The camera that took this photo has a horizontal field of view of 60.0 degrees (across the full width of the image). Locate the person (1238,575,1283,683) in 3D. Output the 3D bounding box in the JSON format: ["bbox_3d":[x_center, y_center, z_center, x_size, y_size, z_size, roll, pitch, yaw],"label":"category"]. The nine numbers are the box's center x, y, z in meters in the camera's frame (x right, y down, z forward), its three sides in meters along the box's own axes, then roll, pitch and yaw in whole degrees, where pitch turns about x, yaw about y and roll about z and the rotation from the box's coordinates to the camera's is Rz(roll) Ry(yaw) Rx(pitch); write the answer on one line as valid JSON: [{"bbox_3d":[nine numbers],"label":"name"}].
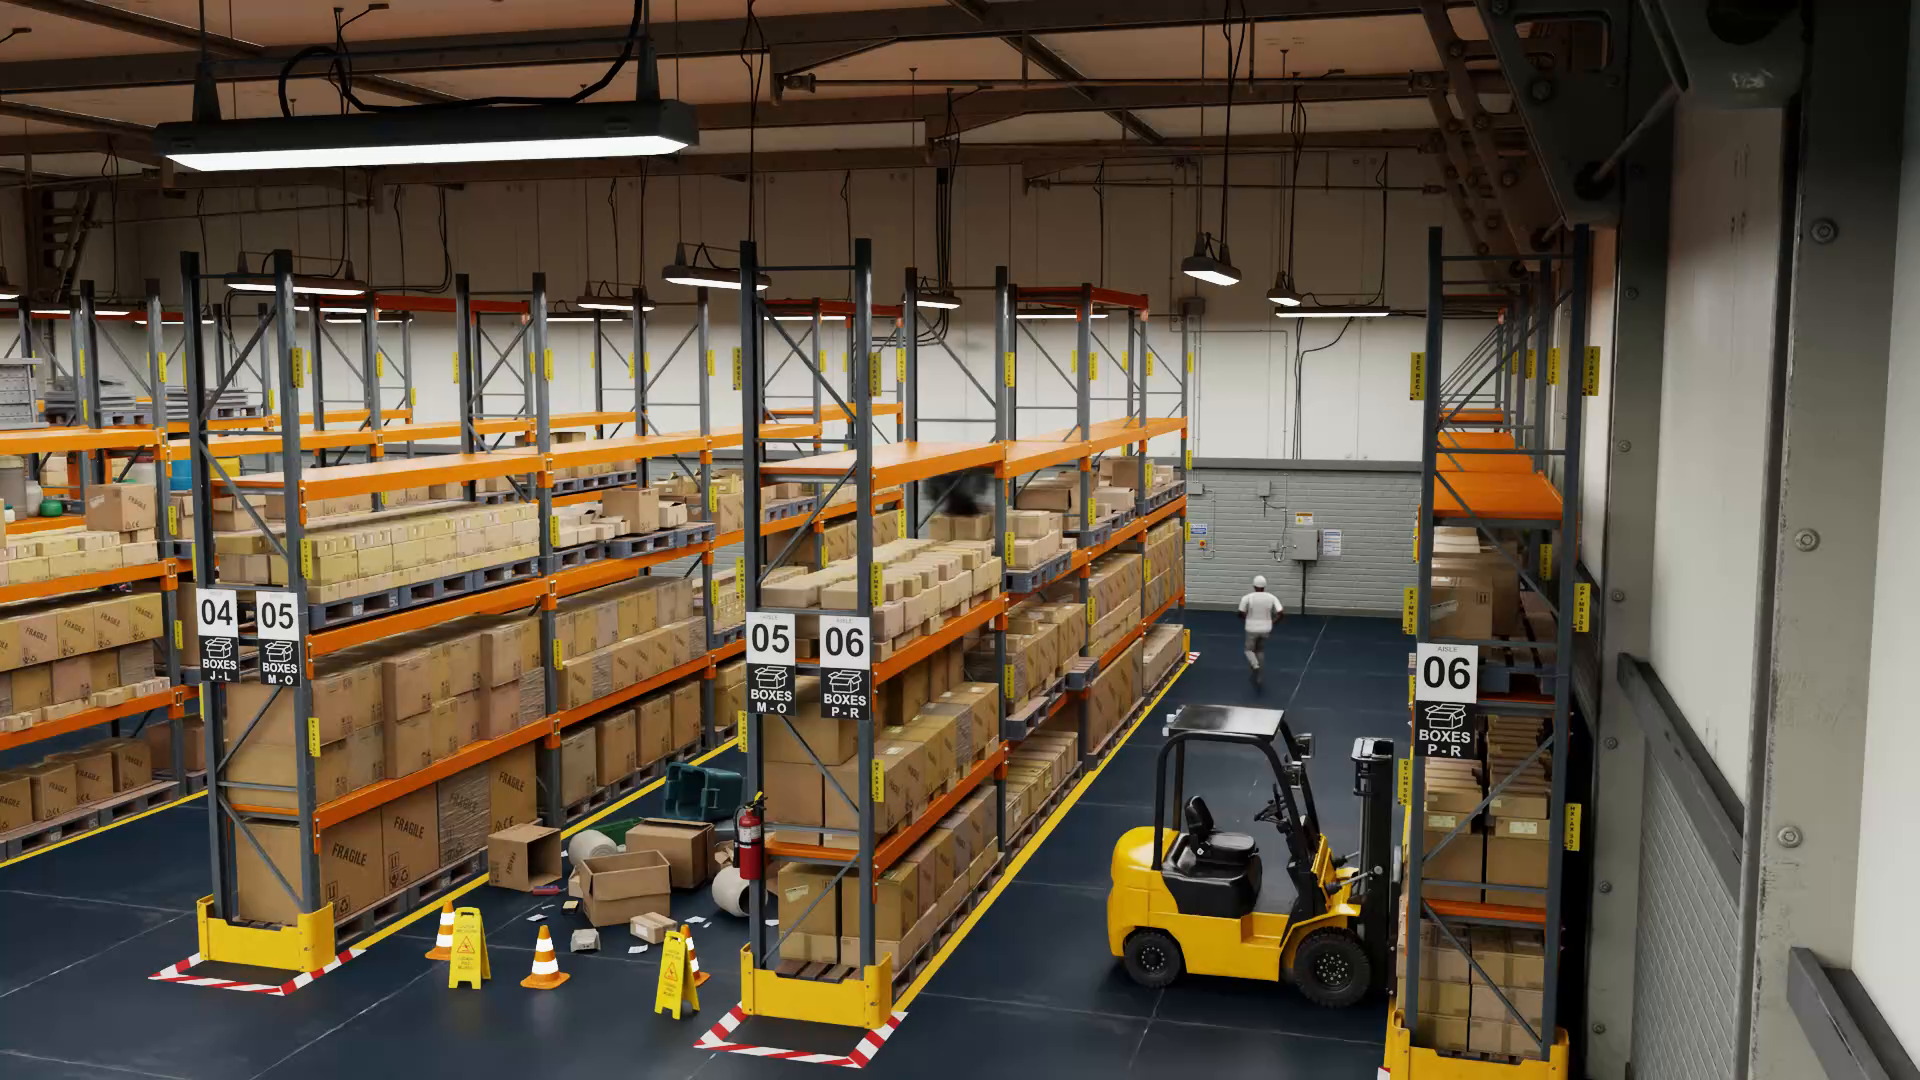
[{"bbox_3d":[4.677,1.405,25.989,0.706,1.724,0.713,0,6,-1],"label":"person"}]
